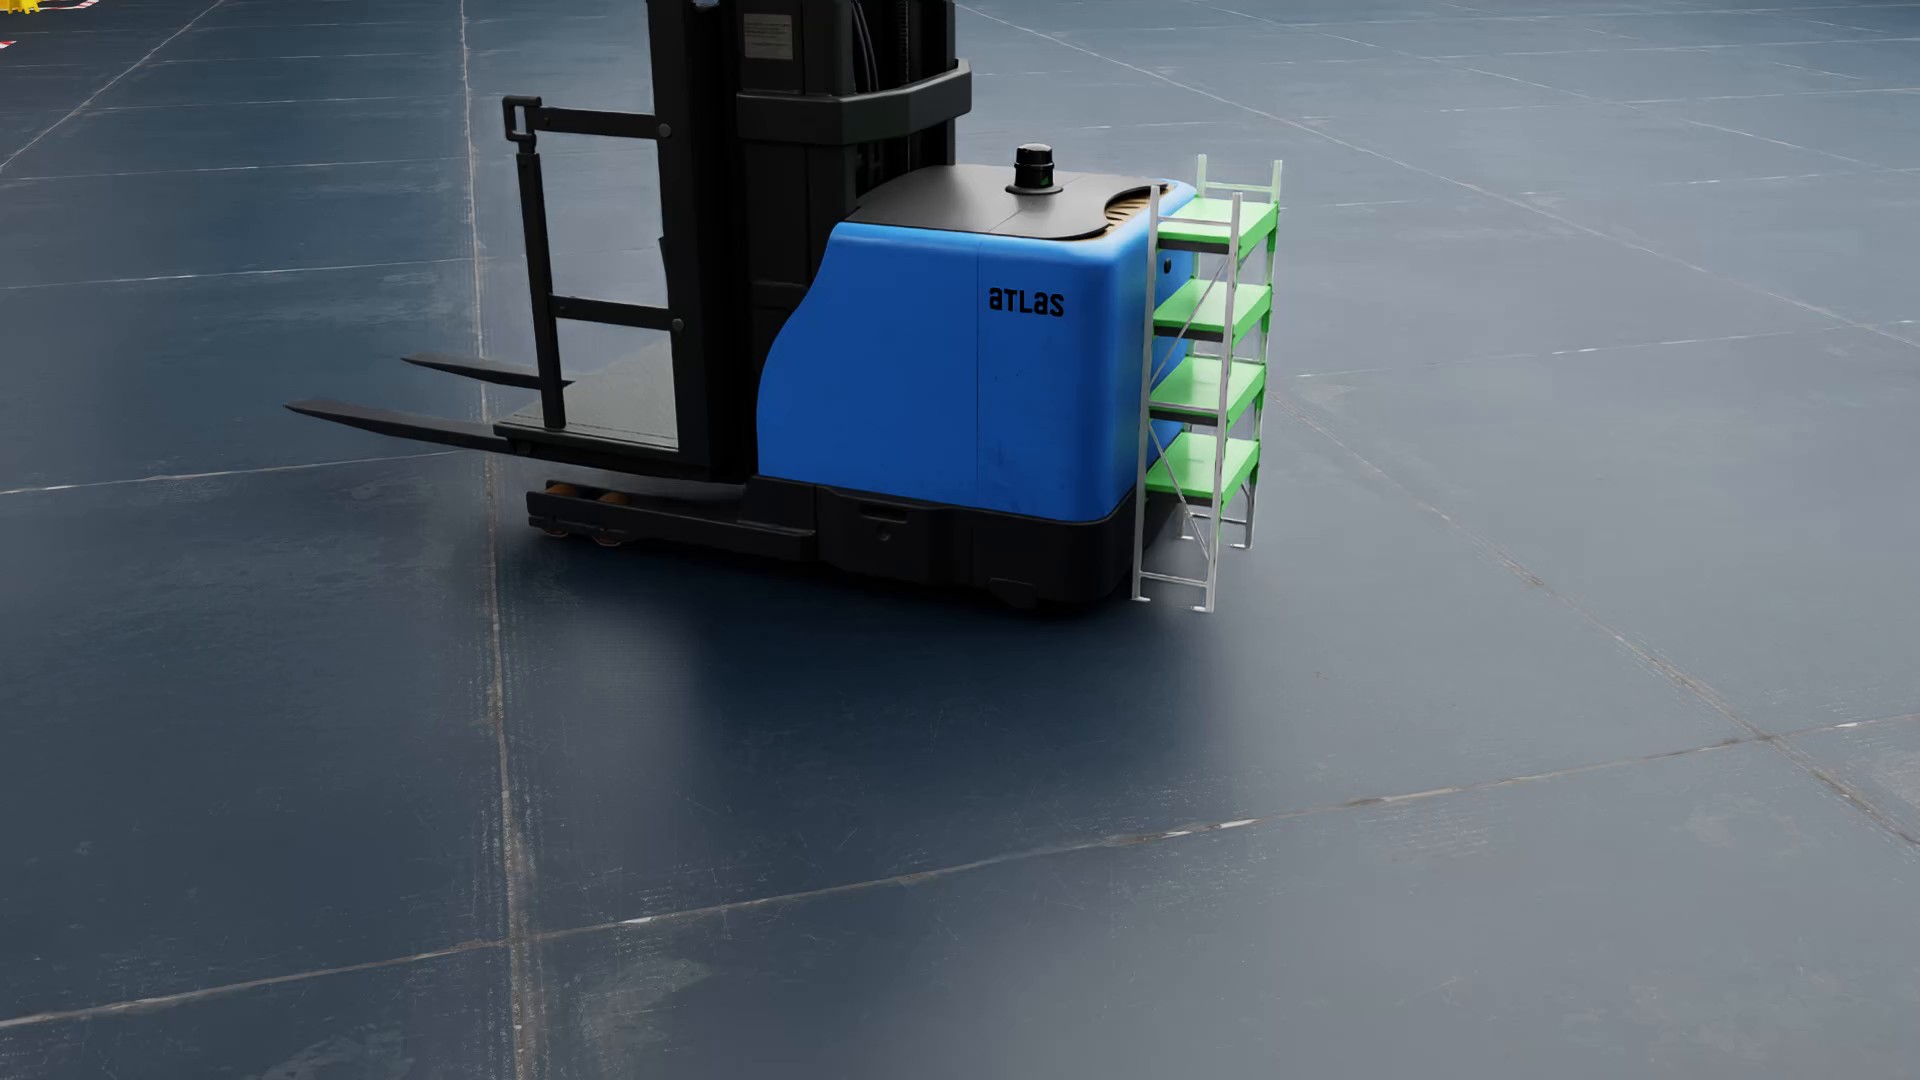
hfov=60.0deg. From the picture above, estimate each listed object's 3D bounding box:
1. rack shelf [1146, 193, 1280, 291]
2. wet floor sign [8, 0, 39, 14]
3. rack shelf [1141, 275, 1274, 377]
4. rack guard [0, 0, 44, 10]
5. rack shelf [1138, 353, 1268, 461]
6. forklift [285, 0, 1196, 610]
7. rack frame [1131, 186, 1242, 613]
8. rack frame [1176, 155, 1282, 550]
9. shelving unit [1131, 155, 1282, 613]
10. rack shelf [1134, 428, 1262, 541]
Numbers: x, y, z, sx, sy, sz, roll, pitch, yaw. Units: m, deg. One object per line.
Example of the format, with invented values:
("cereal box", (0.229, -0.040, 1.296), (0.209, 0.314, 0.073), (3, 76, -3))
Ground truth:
("rack shelf", (0.707, -0.833, 4.614), (0.258, 0.148, 0.480), (9, 25, 20))
("wet floor sign", (-11.329, -6.679, 19.998), (0.232, 0.644, 0.267), (2, 23, 4))
("rack shelf", (0.706, -0.612, 4.708), (0.258, 0.148, 0.480), (9, 25, 20))
("rack guard", (-11.874, -6.990, 20.908), (0.348, 0.500, 1.175), (-6, 24, -14))
("rack shelf", (0.706, -0.392, 4.803), (0.258, 0.148, 0.480), (9, 25, 20))
("forklift", (-0.821, -1.507, 5.044), (3.031, 2.935, 1.130), (9, 25, 20))
("rack frame", (0.614, -0.362, 4.570), (0.240, 1.200, 0.015), (9, 25, 20))
("rack frame", (0.798, -0.540, 4.986), (0.240, 1.200, 0.015), (9, 25, 20))
("shelving unit", (0.706, -0.451, 4.778), (0.258, 1.200, 0.503), (9, 25, 20))
("rack shelf", (0.705, -0.172, 4.898), (0.258, 0.148, 0.480), (9, 25, 20))
